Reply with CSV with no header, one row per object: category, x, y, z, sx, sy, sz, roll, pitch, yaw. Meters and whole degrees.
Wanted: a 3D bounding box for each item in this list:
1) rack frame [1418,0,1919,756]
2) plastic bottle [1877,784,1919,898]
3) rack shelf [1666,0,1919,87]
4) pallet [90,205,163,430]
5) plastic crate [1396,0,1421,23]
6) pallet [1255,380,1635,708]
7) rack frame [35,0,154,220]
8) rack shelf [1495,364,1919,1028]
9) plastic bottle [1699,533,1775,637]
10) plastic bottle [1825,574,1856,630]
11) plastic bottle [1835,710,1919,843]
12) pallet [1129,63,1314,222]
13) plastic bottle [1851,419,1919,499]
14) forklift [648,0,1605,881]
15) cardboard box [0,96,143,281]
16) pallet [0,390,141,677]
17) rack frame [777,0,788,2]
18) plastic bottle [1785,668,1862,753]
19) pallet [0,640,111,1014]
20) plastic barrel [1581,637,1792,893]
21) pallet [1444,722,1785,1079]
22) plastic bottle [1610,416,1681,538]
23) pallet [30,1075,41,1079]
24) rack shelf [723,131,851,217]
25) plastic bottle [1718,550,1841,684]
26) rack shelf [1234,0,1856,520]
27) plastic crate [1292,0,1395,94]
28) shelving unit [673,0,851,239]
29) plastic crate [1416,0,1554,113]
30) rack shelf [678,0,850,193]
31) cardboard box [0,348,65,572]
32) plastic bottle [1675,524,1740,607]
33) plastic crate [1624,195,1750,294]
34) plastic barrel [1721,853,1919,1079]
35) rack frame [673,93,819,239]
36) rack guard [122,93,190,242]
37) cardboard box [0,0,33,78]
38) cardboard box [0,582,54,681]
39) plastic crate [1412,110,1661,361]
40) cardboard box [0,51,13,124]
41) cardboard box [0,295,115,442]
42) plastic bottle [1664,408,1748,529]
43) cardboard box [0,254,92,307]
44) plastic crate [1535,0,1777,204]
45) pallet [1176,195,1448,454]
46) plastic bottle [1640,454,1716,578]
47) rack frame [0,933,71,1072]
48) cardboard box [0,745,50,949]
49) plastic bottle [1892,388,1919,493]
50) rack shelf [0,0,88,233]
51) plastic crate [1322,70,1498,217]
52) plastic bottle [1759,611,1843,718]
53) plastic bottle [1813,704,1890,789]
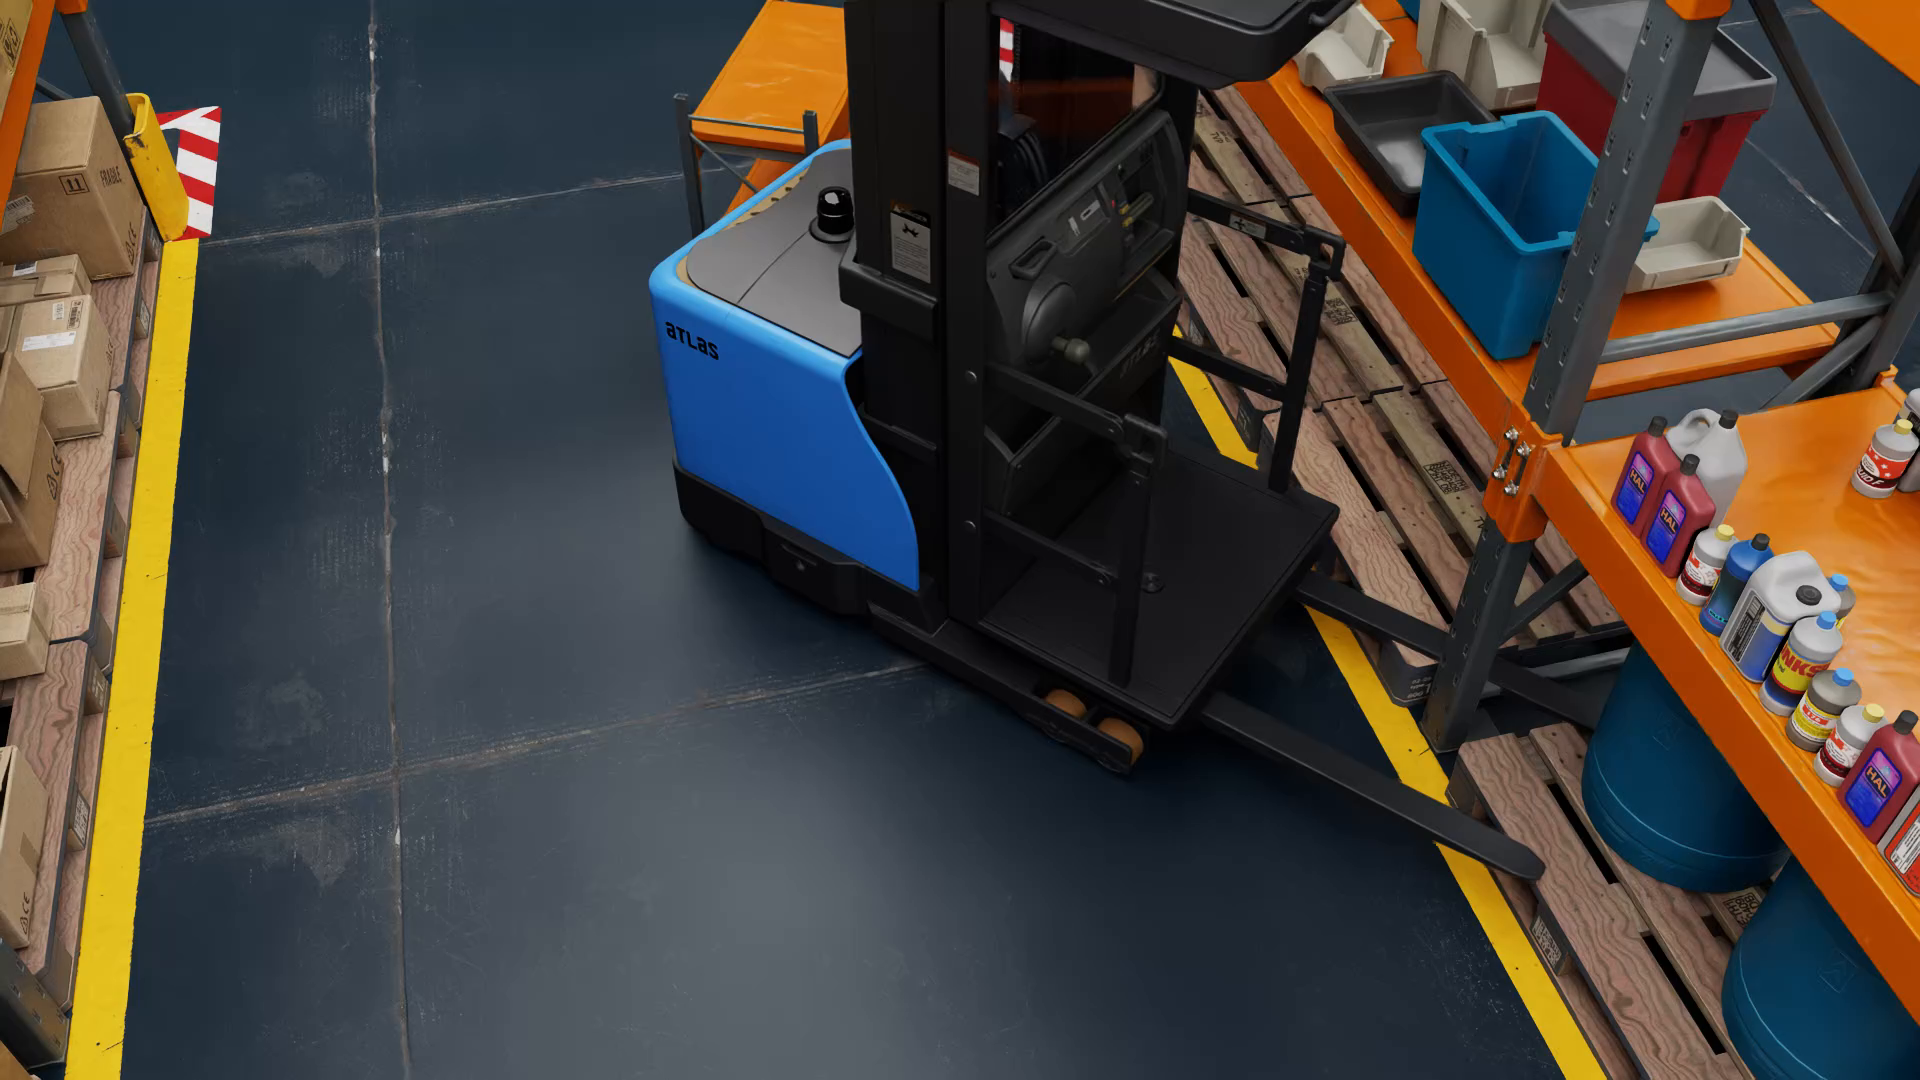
rack frame,1.928,-0.521,4.161,1.000,3.000,0.127,-11,47,-10
plastic bottle,1.915,0.551,3.197,0.152,0.276,0.135,-11,47,-10
rack shelf,2.440,0.062,1.993,1.077,0.370,4.000,-11,47,-10
pallet,-3.661,-0.801,6.387,1.003,0.211,1.213,-11,47,-10
plastic crate,1.678,-1.874,5.562,0.416,0.233,0.300,-11,47,-10
pallet,1.702,-0.046,5.647,1.003,0.211,1.213,-11,47,-10
rack frame,-3.885,-2.380,5.982,1.000,3.000,0.127,-11,47,-10
rack shelf,2.440,1.111,3.064,1.077,0.370,4.000,-11,47,-10
plastic bottle,1.716,0.091,3.651,0.097,0.271,0.097,0,46,0
plastic bottle,1.888,0.155,3.637,0.097,0.201,0.097,0,46,0
plastic bottle,1.837,0.464,3.277,0.061,0.283,0.133,-11,47,-10
pallet,1.078,-1.730,7.298,1.003,0.211,1.213,-11,47,-10
plastic bottle,2.225,-0.203,3.988,0.097,0.201,0.097,0,46,0
forklift,0.530,-0.759,4.442,3.031,2.935,1.130,27,51,24
cardboard box,-3.508,-1.328,6.394,0.500,0.500,0.500,-11,47,-10
pallet,-3.352,0.040,5.563,1.003,0.211,1.213,-11,47,-10
rack frame,-0.493,-1.785,6.711,0.500,1.125,0.032,10,46,9
plastic bottle,1.800,0.342,3.453,0.097,0.201,0.097,0,46,0
pallet,-3.036,0.884,4.736,1.003,0.211,1.213,-11,47,-10
plastic barrel,2.051,0.445,4.389,0.600,0.901,0.708,-11,47,-10
pallet,2.085,0.995,4.627,1.003,0.211,1.213,-11,47,-10
plastic bottle,1.609,-0.149,3.878,0.061,0.283,0.133,-11,47,-10
pallet,-2.617,1.913,3.728,1.003,0.211,1.213,-11,47,-10
rack shelf,-0.610,-1.260,6.540,0.538,0.278,1.000,10,46,9
plastic bottle,1.772,0.164,3.576,0.152,0.276,0.135,-11,47,-10
rack shelf,1.416,-1.650,5.771,1.077,0.370,4.000,-11,47,-10
plastic crate,1.192,-1.597,5.358,0.293,0.136,0.466,-11,47,-10
shelving unit,-0.610,-1.431,6.365,0.538,1.125,1.048,10,46,9
plastic crate,1.715,-1.589,5.248,0.437,0.282,0.530,-11,47,-10
rack shelf,-0.610,-1.636,6.156,0.538,0.278,1.000,10,46,9
cardboard box,-3.347,-0.194,5.280,0.797,0.503,0.637,-11,47,-10
plastic bottle,1.691,0.048,3.742,0.097,0.201,0.097,0,46,0
plastic crate,1.947,-0.797,4.574,0.396,0.136,0.243,-11,47,-10
plastic barrel,2.232,0.934,3.910,0.600,0.901,0.708,-11,47,-10
rack frame,-0.727,-1.078,6.019,0.500,1.125,0.032,10,46,9
rack guard,-3.866,-1.452,6.823,1.175,0.500,0.348,-11,47,-10
cardboard box,-3.371,-1.798,5.342,0.500,0.500,0.500,-10,46,-10
cardboard box,-2.991,0.295,5.037,0.380,0.166,0.250,-11,47,-10
plastic crate,1.479,-0.797,4.400,0.392,0.384,0.575,-11,47,-10
cardboard box,-3.249,-1.452,5.003,0.500,0.500,0.500,-10,46,-10
cardboard box,-3.294,-0.580,5.835,0.500,0.250,0.500,-11,47,-10
plastic bottle,1.715,-0.174,3.855,0.144,0.351,0.185,-11,47,-10
cardboard box,-3.491,-0.916,6.223,0.380,0.166,0.250,-11,47,-10
plastic crate,1.942,-1.227,4.765,0.402,0.464,0.583,-11,47,-10
pallet,1.386,-0.890,6.474,1.003,0.211,1.213,-11,47,-10
plastic bottle,1.644,-0.057,3.787,0.061,0.283,0.133,-11,47,-10
rack frame,-2.861,0.382,3.276,1.000,3.000,0.127,-11,47,-10
cardboard box,-2.760,0.840,4.401,0.500,0.311,0.500,-11,47,-10
plastic bottle,2.341,-0.265,3.996,0.152,0.276,0.135,-11,47,-10
rack shelf,-3.373,-0.747,4.886,1.077,0.370,4.000,-11,47,-10
plastic crate,1.382,-1.170,4.947,0.437,0.125,0.590,-11,47,-10
plastic bottle,1.775,0.251,3.494,0.097,0.271,0.097,0,46,0
plastic bottle,1.825,0.410,3.387,0.097,0.201,0.097,0,46,0
